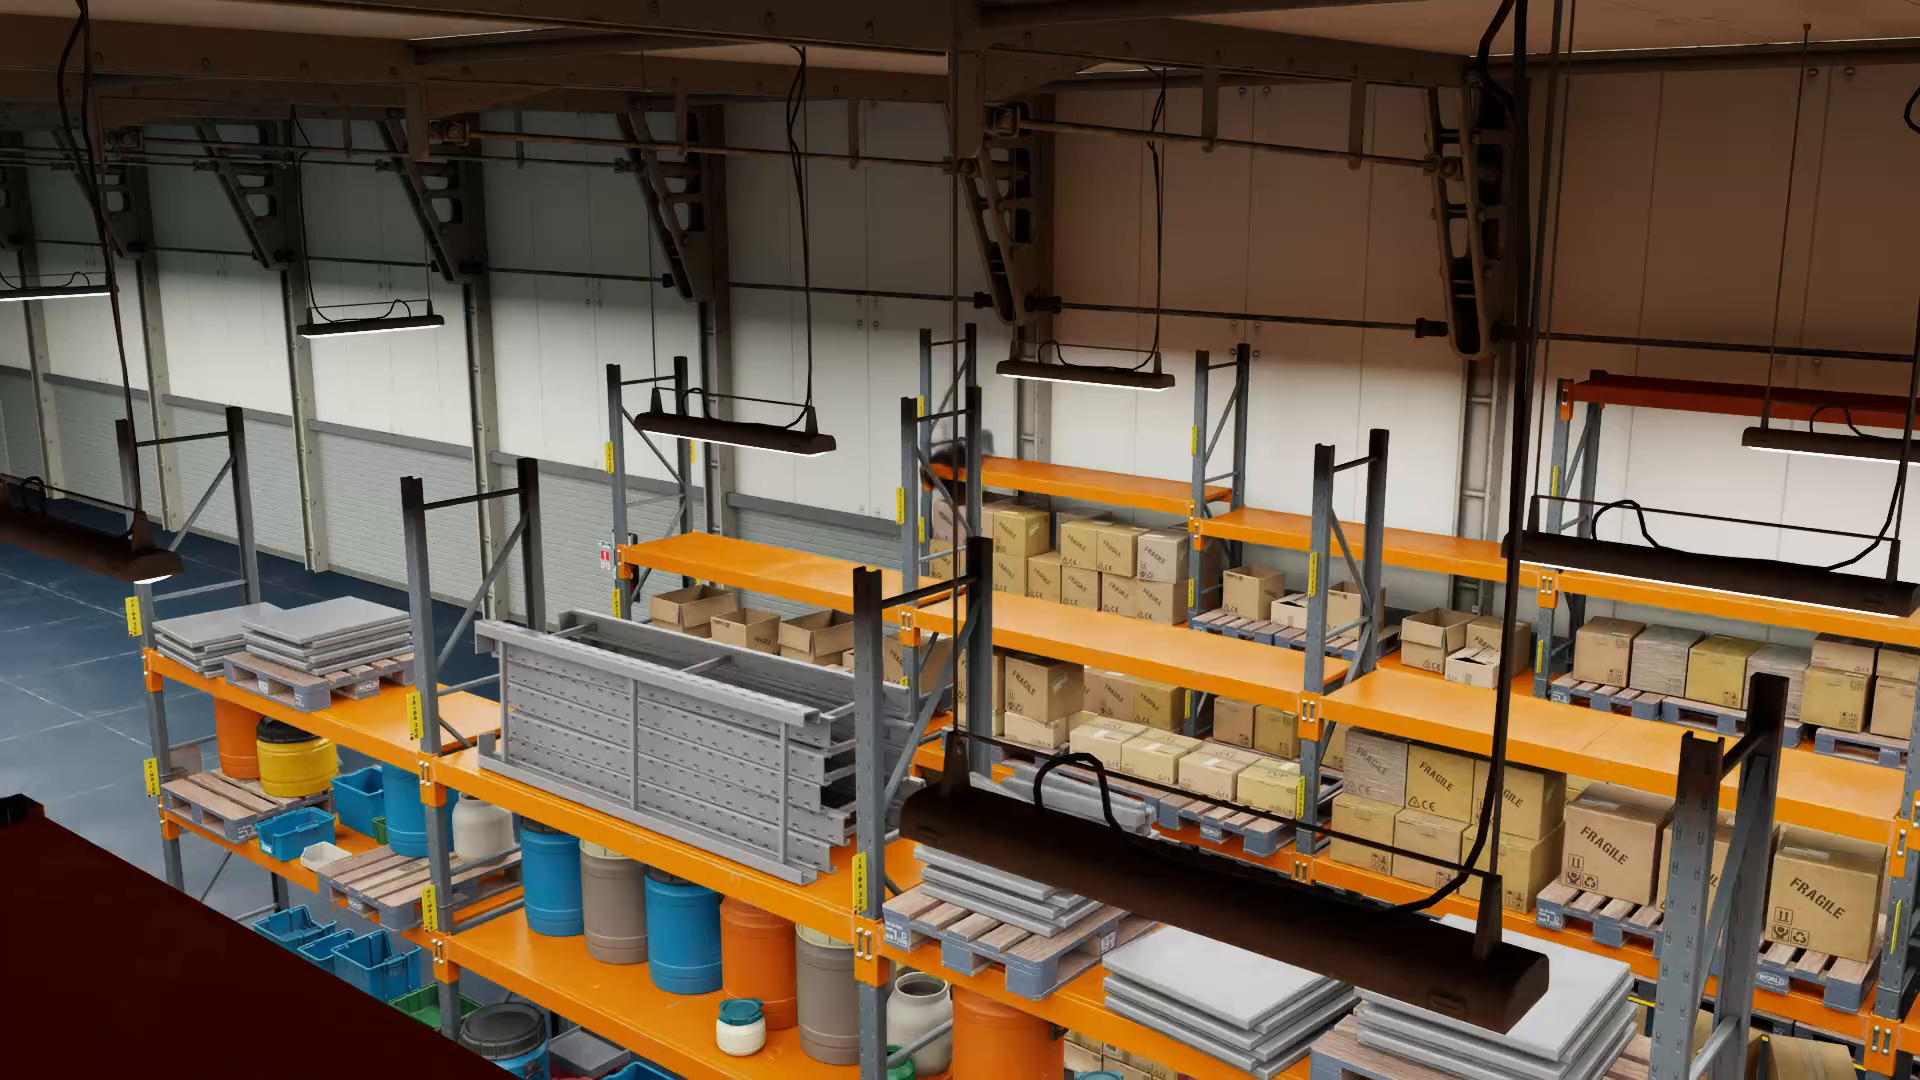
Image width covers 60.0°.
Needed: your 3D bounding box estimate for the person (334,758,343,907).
[{"bbox_3d":[-6.905,3.182,18.209,0.612,1.744,0.675,-5,14,-21],"label":"person"}]
